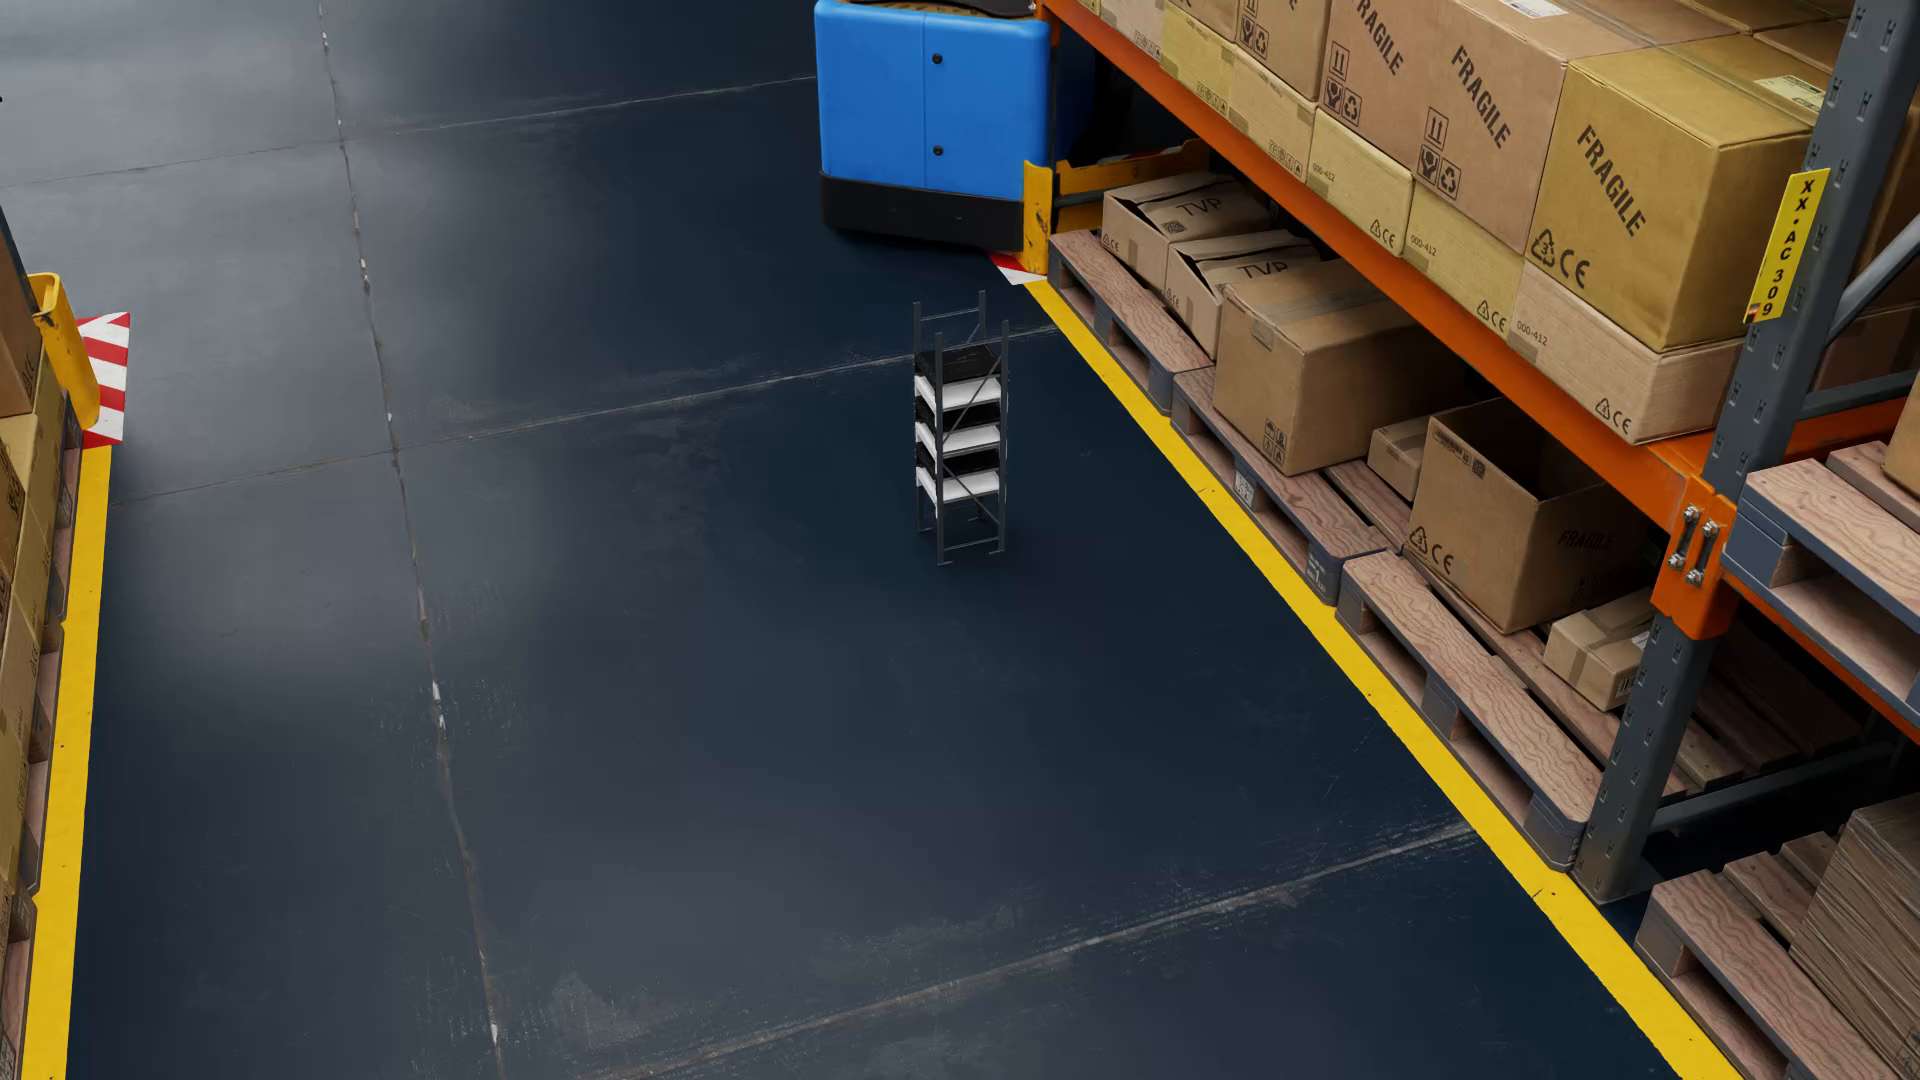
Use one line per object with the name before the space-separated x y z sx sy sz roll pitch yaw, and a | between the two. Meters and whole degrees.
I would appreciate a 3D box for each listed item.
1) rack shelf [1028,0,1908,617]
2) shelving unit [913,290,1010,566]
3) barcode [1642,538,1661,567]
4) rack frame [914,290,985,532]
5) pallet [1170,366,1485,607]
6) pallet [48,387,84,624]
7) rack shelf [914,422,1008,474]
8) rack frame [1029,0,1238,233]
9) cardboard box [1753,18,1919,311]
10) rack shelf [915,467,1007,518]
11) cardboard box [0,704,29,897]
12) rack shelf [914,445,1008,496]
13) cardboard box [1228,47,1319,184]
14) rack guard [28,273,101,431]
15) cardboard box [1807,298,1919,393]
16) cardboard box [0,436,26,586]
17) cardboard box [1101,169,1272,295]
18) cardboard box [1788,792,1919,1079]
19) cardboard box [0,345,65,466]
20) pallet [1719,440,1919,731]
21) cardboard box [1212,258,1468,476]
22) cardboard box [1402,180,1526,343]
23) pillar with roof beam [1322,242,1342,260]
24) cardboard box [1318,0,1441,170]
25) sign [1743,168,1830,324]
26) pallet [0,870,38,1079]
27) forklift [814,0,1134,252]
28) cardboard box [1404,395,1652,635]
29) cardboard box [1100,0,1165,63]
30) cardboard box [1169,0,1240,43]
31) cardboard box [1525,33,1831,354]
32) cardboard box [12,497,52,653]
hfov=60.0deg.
rack shelf | 1.464 -1.195 5.441 1.077 0.370 4.000 -12 39 -16
shelving unit | 0.003 -0.355 5.473 0.258 0.900 0.210 -12 39 -16
barcode | 2.141 0.040 5.148 0.001 0.075 0.075 -12 39 -16
rack frame | -0.032 -0.412 5.549 0.240 0.900 0.006 -12 39 -16
pallet | 1.464 -0.301 5.974 1.003 0.211 1.213 -12 39 -16
pallet | -3.572 -0.047 5.637 1.003 0.211 1.213 -12 39 -16
rack shelf | 0.003 -0.328 5.493 0.258 0.077 0.200 -12 39 -16
rack frame | 0.776 -2.612 6.724 1.000 3.000 0.127 -12 39 -16
cardboard box | 2.186 -0.909 3.948 0.500 0.500 0.500 -13 39 -17
rack shelf | 0.003 -0.184 5.602 0.258 0.077 0.200 -12 39 -16
cardboard box | -2.707 0.714 4.245 0.500 0.250 0.500 -12 39 -16
rack shelf | 0.003 -0.256 5.547 0.258 0.077 0.200 -12 39 -16
cardboard box | 1.179 -1.353 5.161 0.500 0.250 0.500 -12 39 -16
rack guard | -3.883 -0.599 6.130 1.175 0.500 0.348 -12 39 -16
cardboard box | 2.192 -0.610 4.175 0.500 0.250 0.500 -12 39 -15
cardboard box | -3.052 -0.150 4.769 0.500 0.500 0.500 -12 39 -16
cardboard box | 0.929 -1.304 6.857 0.500 0.311 0.500 -17 40 -21
cardboard box | 2.421 0.883 3.797 0.700 0.500 0.500 -11 38 -14
cardboard box | -3.412 -0.412 5.740 0.500 0.250 0.500 -12 39 -16
pallet | 2.278 0.186 3.169 1.003 0.211 1.213 -12 39 -16
cardboard box | 1.331 -0.633 5.809 0.700 0.500 0.500 -15 39 -19
cardboard box | 1.541 -0.788 4.411 0.500 0.250 0.500 -12 39 -16
pillar with roof beam | -2.213 -3.900 3.449 9.100 9.000 0.400 -12 39 -16
cardboard box | 1.359 -1.370 4.561 0.500 0.500 0.500 -14 39 -17
sign | 1.645 -0.581 3.309 0.100 0.325 0.005 -12 39 -16
pallet | -2.732 1.331 3.807 1.003 0.211 1.213 -12 39 -16
forklift | 0.275 -3.324 7.727 1.130 2.935 3.031 10 38 13
cardboard box | 1.757 -0.107 5.112 0.500 0.500 0.500 -15 40 -19
cardboard box | 0.837 -1.928 5.925 0.500 0.250 0.500 -14 39 -17
cardboard box | 0.990 -1.953 5.335 0.500 0.500 0.500 -14 39 -17
cardboard box | 1.699 -0.803 3.807 0.500 0.500 0.500 -13 39 -16
cardboard box | -3.055 0.150 4.994 0.500 0.250 0.500 -12 39 -16
